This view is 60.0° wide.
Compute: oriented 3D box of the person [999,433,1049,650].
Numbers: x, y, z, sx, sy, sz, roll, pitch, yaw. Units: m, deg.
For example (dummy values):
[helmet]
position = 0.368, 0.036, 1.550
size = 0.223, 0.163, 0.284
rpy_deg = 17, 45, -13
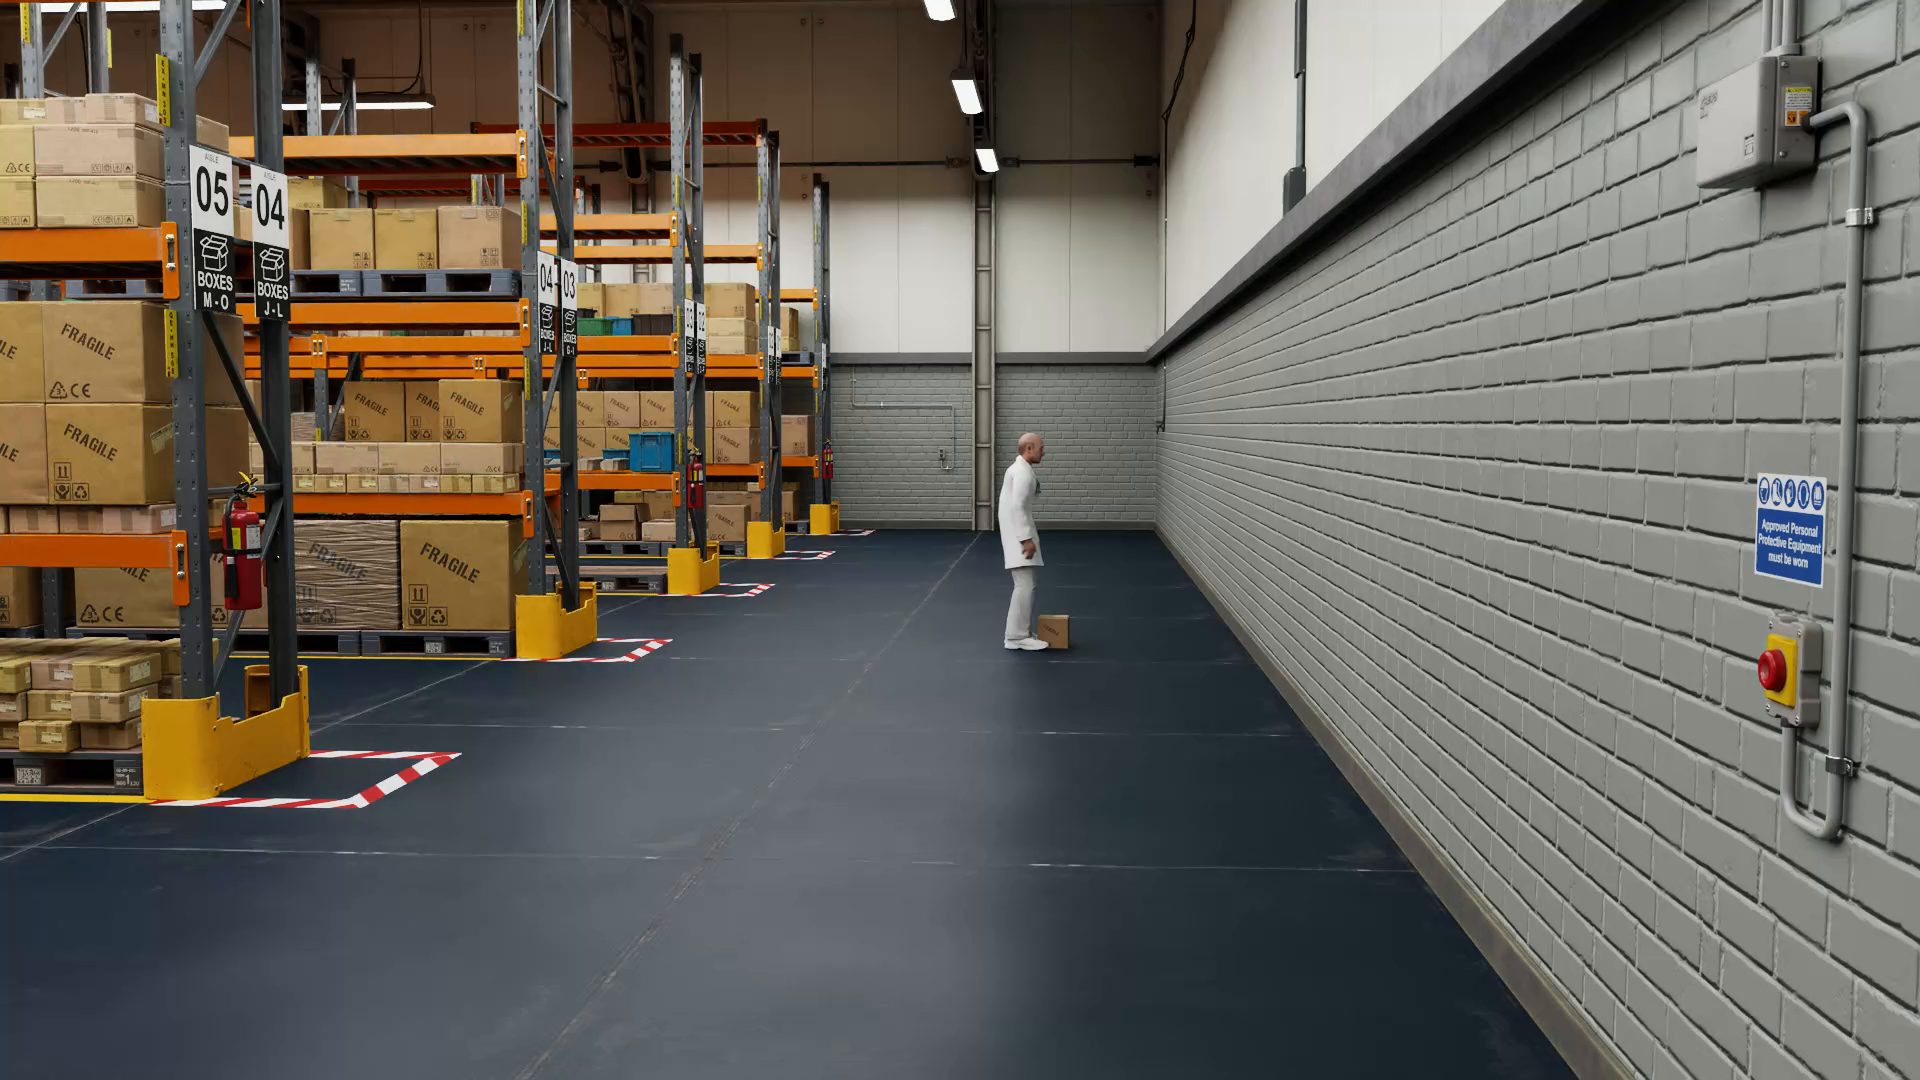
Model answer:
[person]
position = 0.530, 0.001, 13.801
size = 0.416, 1.774, 0.652
rpy_deg = 0, 4, 3
